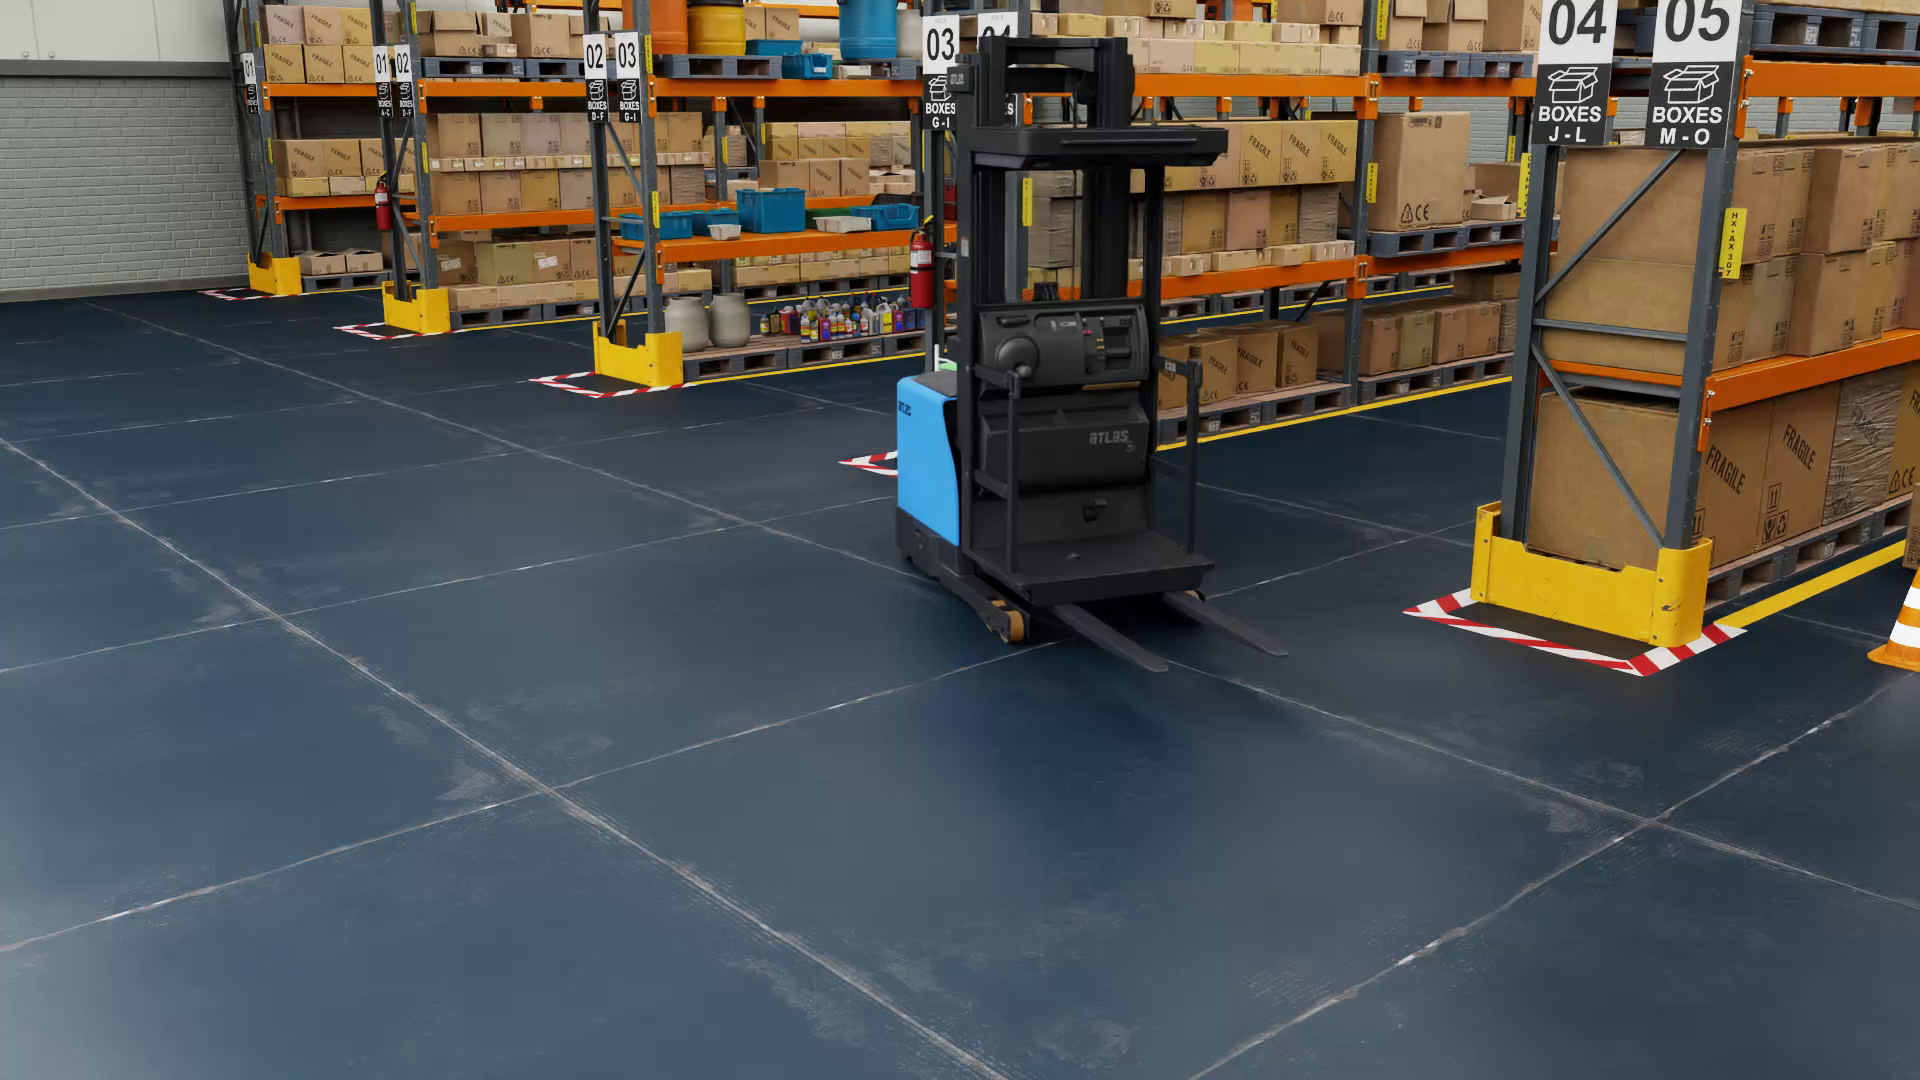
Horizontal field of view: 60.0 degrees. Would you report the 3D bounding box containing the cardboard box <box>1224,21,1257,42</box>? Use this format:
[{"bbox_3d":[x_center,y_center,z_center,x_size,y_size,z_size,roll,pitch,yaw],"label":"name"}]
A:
[{"bbox_3d":[2.078,-3.947,12.921,0.250,0.149,0.380,-12,19,-37],"label":"cardboard box"}]

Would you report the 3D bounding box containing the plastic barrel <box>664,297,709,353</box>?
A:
[{"bbox_3d":[-2.698,-2.128,16.409,0.421,0.512,0.421,0,15,0],"label":"plastic barrel"}]

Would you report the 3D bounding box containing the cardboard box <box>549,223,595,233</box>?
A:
[{"bbox_3d":[-6.086,-4.739,26.172,0.500,0.500,0.700,-12,19,-38],"label":"cardboard box"}]

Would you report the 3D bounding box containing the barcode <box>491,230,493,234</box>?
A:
[{"bbox_3d":[-7.195,-4.721,25.484,0.075,0.075,0.001,-13,19,-39],"label":"barcode"}]

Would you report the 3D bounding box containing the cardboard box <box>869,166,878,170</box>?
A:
[{"bbox_3d":[-1.652,-6.531,29.336,0.250,0.149,0.380,-13,20,-41],"label":"cardboard box"}]

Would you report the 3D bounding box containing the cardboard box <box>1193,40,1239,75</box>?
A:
[{"bbox_3d":[1.791,-3.705,12.786,0.500,0.250,0.500,-12,19,-38],"label":"cardboard box"}]

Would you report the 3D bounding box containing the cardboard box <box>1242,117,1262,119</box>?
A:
[{"bbox_3d":[4.753,-6.904,28.151,0.500,0.500,0.500,-12,19,-38],"label":"cardboard box"}]

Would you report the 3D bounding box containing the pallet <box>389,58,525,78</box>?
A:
[{"bbox_3d":[-5.843,-5.486,19.336,1.213,0.211,1.003,-13,19,-39],"label":"pallet"}]

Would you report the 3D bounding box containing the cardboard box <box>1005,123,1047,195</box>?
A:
[{"bbox_3d":[0.359,-2.852,12.408,0.500,0.500,0.500,-13,19,-39],"label":"cardboard box"}]

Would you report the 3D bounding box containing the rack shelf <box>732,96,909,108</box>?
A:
[{"bbox_3d":[-2.104,-7.725,28.938,4.000,0.370,1.077,-13,19,-39],"label":"rack shelf"}]

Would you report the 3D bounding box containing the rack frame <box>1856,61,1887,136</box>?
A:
[{"bbox_3d":[6.304,-1.731,10.917,0.127,3.000,1.000,-13,19,-39],"label":"rack frame"}]

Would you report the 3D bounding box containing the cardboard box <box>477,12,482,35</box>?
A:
[{"bbox_3d":[-7.239,-7.364,24.023,0.500,0.500,0.500,-11,19,-36],"label":"cardboard box"}]

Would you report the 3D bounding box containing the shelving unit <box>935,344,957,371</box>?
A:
[{"bbox_3d":[0.120,-0.612,10.215,0.503,1.200,0.258,-11,19,-36],"label":"shelving unit"}]

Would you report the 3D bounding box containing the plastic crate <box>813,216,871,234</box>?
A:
[{"bbox_3d":[-1.186,-3.226,17.026,0.437,0.136,0.530,-13,19,-39],"label":"plastic crate"}]

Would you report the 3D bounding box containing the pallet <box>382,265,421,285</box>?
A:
[{"bbox_3d":[-8.035,-3.931,24.557,1.213,0.211,1.003,-13,19,-39],"label":"pallet"}]

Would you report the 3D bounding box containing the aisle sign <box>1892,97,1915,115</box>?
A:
[{"bbox_3d":[12.428,-5.956,21.698,0.004,0.787,0.394,-13,19,-39],"label":"aisle sign"}]

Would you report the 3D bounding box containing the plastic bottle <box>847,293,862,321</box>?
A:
[{"bbox_3d":[-1.151,-2.523,18.162,0.185,0.351,0.144,-14,20,-42],"label":"plastic bottle"}]

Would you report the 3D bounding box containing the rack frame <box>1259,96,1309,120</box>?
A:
[{"bbox_3d":[5.677,-6.676,29.429,0.127,3.000,1.000,-13,19,-39],"label":"rack frame"}]

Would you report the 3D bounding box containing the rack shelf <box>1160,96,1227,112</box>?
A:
[{"bbox_3d":[1.382,-5.118,19.181,4.000,0.370,1.077,-13,19,-39],"label":"rack shelf"}]

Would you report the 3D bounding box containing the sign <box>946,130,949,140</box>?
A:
[{"bbox_3d":[-0.232,-7.379,29.972,0.005,0.325,0.100,-13,19,-39],"label":"sign"}]

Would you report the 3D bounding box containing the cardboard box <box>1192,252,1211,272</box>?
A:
[{"bbox_3d":[1.775,-2.220,13.235,0.250,0.149,0.380,-13,19,-39],"label":"cardboard box"}]

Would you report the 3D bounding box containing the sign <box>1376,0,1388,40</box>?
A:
[{"bbox_3d":[3.486,-4.308,13.752,0.005,0.325,0.100,-13,19,-39],"label":"sign"}]

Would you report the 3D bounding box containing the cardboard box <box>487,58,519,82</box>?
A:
[{"bbox_3d":[-6.851,-6.980,24.522,0.500,0.500,0.500,-12,19,-38],"label":"cardboard box"}]

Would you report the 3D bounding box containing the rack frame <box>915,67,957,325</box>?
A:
[{"bbox_3d":[-0.127,-3.678,18.206,0.127,3.000,1.000,-13,19,-39],"label":"rack frame"}]

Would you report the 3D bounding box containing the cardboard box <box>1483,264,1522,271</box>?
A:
[{"bbox_3d":[5.656,-2.639,16.856,0.500,0.250,0.500,-12,19,-37],"label":"cardboard box"}]

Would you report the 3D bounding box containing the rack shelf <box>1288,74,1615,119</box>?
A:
[{"bbox_3d":[4.633,-4.154,15.571,4.000,0.370,1.077,-13,19,-39],"label":"rack shelf"}]

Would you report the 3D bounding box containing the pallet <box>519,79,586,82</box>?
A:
[{"bbox_3d":[-6.095,-7.049,25.378,1.003,0.211,1.213,-13,19,-39],"label":"pallet"}]

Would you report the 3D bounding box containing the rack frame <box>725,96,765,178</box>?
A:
[{"bbox_3d":[-3.613,-6.284,27.964,0.127,3.000,1.000,-13,19,-39],"label":"rack frame"}]

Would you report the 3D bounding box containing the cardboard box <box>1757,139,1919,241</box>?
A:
[{"bbox_3d":[5.167,-2.089,9.874,0.550,0.550,0.875,-13,19,-39],"label":"cardboard box"}]

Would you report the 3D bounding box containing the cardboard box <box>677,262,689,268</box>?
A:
[{"bbox_3d":[-3.931,-3.862,21.957,0.500,0.500,0.500,-13,19,-39],"label":"cardboard box"}]

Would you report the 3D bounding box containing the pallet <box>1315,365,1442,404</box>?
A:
[{"bbox_3d":[3.711,-1.499,15.451,1.213,0.211,1.003,-13,19,-39],"label":"pallet"}]

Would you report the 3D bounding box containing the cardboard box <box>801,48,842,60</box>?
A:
[{"bbox_3d":[-1.893,-6.534,22.565,0.500,0.250,0.500,14,20,42],"label":"cardboard box"}]

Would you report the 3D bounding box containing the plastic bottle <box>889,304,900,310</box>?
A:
[{"bbox_3d":[-0.685,-2.401,17.853,0.135,0.276,0.152,-13,19,-39],"label":"plastic bottle"}]

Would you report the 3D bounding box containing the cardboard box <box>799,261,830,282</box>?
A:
[{"bbox_3d":[-2.133,-3.712,22.848,0.500,0.250,0.500,-13,20,-41],"label":"cardboard box"}]

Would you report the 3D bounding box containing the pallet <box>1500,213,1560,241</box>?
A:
[{"bbox_3d":[5.674,-3.157,16.628,1.003,0.211,1.213,-13,19,-39],"label":"pallet"}]

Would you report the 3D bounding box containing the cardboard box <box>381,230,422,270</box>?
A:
[{"bbox_3d":[-8.051,-4.245,24.319,0.500,0.500,0.700,-14,21,-43],"label":"cardboard box"}]

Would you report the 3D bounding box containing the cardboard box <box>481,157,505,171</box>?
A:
[{"bbox_3d":[-5.569,-4.439,19.604,0.250,0.149,0.380,-13,19,-39],"label":"cardboard box"}]

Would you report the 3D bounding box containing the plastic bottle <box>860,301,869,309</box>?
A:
[{"bbox_3d":[-1.038,-2.468,18.112,0.097,0.271,0.097,0,15,0],"label":"plastic bottle"}]

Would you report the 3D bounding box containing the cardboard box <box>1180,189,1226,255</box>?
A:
[{"bbox_3d":[1.629,-2.583,13.336,0.500,0.500,0.875,-13,19,-39],"label":"cardboard box"}]

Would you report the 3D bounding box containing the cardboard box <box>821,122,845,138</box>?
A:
[{"bbox_3d":[-2.322,-7.051,28.574,0.500,0.250,0.500,-12,19,-39],"label":"cardboard box"}]

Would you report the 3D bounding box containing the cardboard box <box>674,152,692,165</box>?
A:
[{"bbox_3d":[-3.628,-4.875,21.238,0.250,0.149,0.380,-13,20,-41],"label":"cardboard box"}]

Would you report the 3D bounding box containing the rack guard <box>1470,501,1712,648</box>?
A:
[{"bbox_3d":[3.268,0.158,8.688,0.348,0.500,1.175,-13,19,-39],"label":"rack guard"}]

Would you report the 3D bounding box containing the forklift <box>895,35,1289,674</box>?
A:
[{"bbox_3d":[0.623,-1.020,8.390,1.130,2.935,3.031,-6,16,-20],"label":"forklift"}]

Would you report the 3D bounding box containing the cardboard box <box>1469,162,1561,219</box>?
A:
[{"bbox_3d":[5.405,-3.429,16.268,0.500,0.500,0.700,-9,18,-31],"label":"cardboard box"}]

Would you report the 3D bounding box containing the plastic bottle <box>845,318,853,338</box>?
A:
[{"bbox_3d":[-1.163,-2.199,17.240,0.097,0.201,0.097,0,15,0],"label":"plastic bottle"}]

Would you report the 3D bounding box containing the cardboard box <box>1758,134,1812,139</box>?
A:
[{"bbox_3d":[9.688,-4.534,19.672,0.500,0.500,0.500,-13,19,-39],"label":"cardboard box"}]

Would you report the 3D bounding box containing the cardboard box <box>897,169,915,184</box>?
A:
[{"bbox_3d":[-0.661,-5.224,24.168,0.500,0.311,0.500,-11,19,-36],"label":"cardboard box"}]

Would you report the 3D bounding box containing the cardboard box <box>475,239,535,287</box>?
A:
[{"bbox_3d":[-5.467,-3.335,19.982,0.500,0.500,0.500,-13,19,-39],"label":"cardboard box"}]

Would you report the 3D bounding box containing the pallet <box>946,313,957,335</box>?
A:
[{"bbox_3d":[0.440,-2.471,19.093,1.213,0.211,1.003,-13,19,-39],"label":"pallet"}]

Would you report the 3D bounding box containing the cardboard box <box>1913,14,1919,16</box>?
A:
[{"bbox_3d":[5.088,-2.927,9.063,0.250,0.149,0.380,-13,20,-40],"label":"cardboard box"}]

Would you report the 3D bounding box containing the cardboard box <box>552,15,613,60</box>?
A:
[{"bbox_3d":[-4.701,-6.158,20.394,0.637,0.503,0.797,-10,18,-33],"label":"cardboard box"}]

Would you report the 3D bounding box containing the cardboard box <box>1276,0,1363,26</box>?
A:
[{"bbox_3d":[2.952,-4.470,13.622,0.500,0.500,0.500,-13,20,-41],"label":"cardboard box"}]

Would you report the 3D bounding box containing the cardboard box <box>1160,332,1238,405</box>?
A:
[{"bbox_3d":[1.952,-1.430,13.821,0.500,0.500,0.500,14,20,42],"label":"cardboard box"}]
